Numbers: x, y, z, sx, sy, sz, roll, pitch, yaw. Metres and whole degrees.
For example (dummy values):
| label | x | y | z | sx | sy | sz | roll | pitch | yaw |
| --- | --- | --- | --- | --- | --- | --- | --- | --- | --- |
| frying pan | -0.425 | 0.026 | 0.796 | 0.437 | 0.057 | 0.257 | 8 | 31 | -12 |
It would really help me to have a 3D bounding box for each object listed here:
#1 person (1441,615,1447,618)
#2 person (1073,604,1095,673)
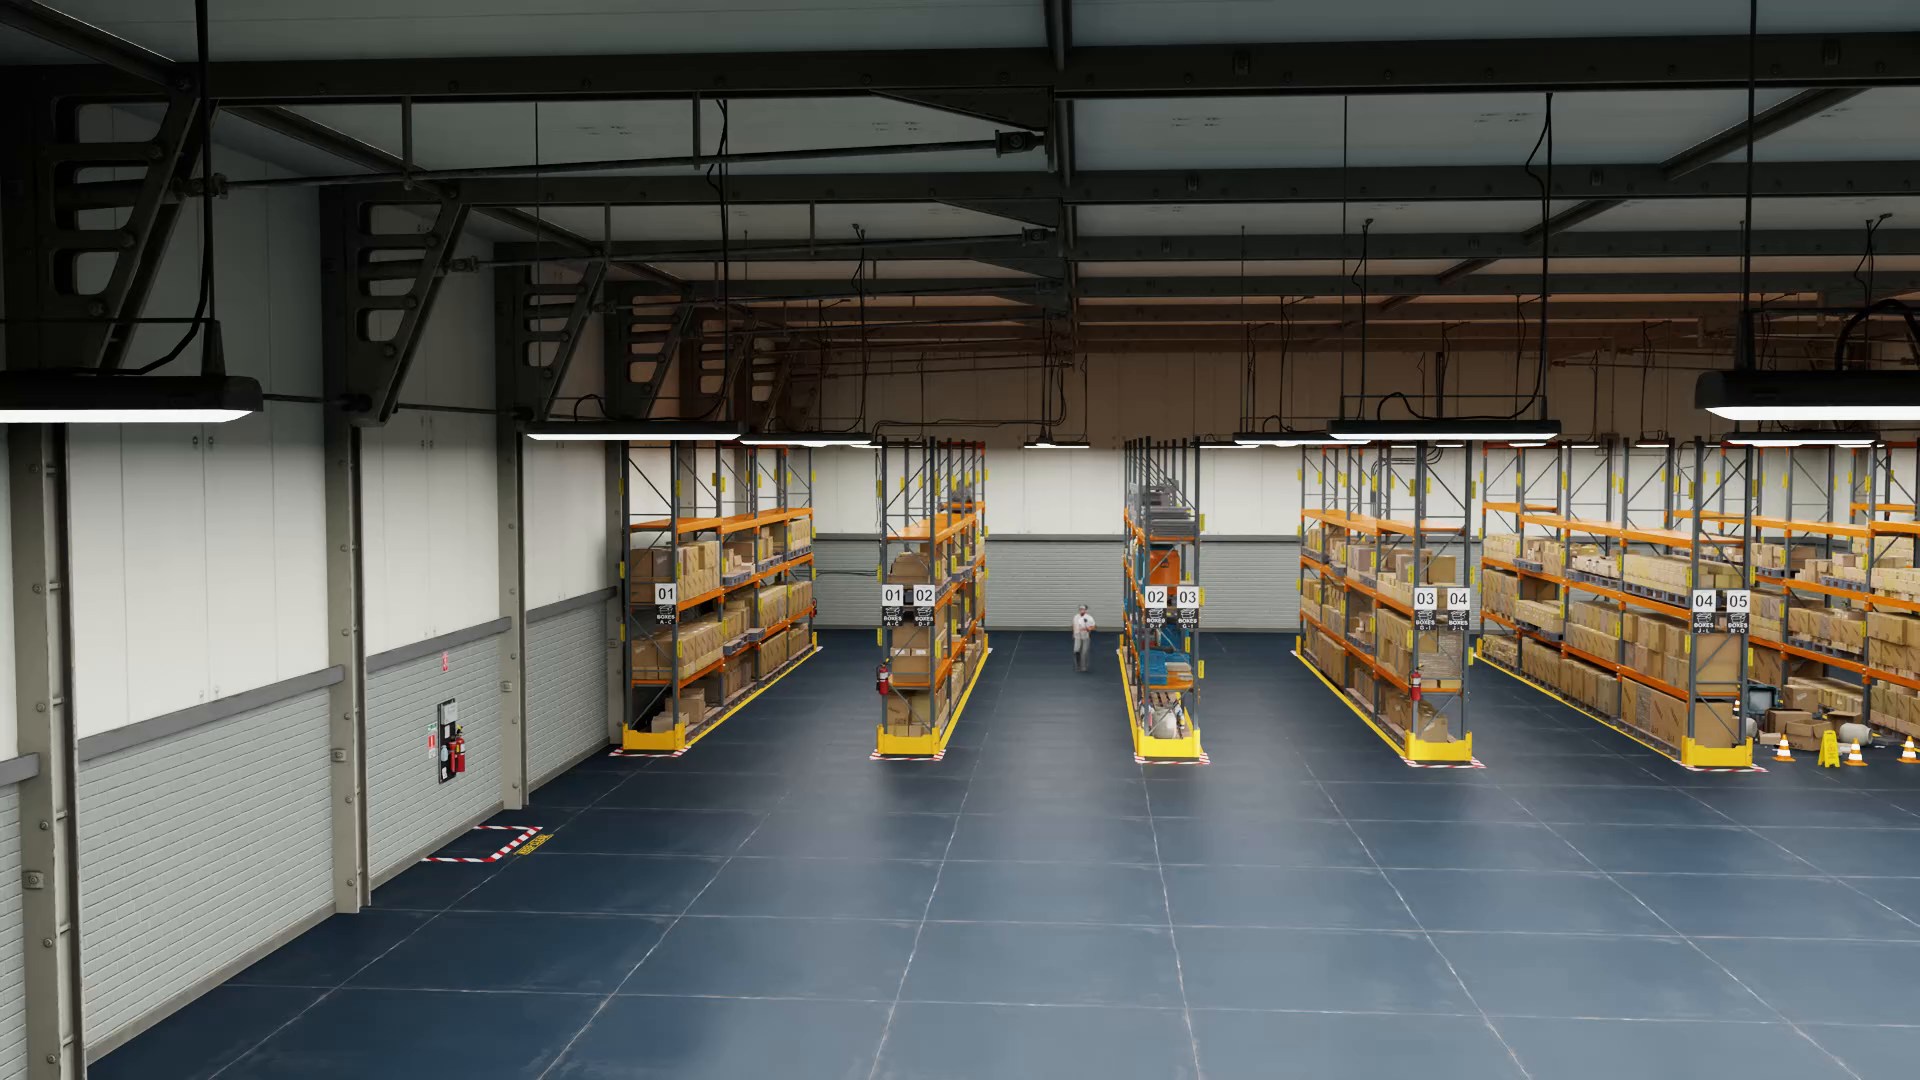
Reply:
| label | x | y | z | sx | sy | sz | roll | pitch | yaw |
| --- | --- | --- | --- | --- | --- | --- | --- | --- | --- |
| person | 13.065 | 2.529 | 44.823 | 0.596 | 1.626 | 0.663 | 0 | 3 | 9 |
| person | 3.178 | 2.549 | 42.972 | 0.608 | 1.821 | 0.716 | 1 | 3 | 16 |
